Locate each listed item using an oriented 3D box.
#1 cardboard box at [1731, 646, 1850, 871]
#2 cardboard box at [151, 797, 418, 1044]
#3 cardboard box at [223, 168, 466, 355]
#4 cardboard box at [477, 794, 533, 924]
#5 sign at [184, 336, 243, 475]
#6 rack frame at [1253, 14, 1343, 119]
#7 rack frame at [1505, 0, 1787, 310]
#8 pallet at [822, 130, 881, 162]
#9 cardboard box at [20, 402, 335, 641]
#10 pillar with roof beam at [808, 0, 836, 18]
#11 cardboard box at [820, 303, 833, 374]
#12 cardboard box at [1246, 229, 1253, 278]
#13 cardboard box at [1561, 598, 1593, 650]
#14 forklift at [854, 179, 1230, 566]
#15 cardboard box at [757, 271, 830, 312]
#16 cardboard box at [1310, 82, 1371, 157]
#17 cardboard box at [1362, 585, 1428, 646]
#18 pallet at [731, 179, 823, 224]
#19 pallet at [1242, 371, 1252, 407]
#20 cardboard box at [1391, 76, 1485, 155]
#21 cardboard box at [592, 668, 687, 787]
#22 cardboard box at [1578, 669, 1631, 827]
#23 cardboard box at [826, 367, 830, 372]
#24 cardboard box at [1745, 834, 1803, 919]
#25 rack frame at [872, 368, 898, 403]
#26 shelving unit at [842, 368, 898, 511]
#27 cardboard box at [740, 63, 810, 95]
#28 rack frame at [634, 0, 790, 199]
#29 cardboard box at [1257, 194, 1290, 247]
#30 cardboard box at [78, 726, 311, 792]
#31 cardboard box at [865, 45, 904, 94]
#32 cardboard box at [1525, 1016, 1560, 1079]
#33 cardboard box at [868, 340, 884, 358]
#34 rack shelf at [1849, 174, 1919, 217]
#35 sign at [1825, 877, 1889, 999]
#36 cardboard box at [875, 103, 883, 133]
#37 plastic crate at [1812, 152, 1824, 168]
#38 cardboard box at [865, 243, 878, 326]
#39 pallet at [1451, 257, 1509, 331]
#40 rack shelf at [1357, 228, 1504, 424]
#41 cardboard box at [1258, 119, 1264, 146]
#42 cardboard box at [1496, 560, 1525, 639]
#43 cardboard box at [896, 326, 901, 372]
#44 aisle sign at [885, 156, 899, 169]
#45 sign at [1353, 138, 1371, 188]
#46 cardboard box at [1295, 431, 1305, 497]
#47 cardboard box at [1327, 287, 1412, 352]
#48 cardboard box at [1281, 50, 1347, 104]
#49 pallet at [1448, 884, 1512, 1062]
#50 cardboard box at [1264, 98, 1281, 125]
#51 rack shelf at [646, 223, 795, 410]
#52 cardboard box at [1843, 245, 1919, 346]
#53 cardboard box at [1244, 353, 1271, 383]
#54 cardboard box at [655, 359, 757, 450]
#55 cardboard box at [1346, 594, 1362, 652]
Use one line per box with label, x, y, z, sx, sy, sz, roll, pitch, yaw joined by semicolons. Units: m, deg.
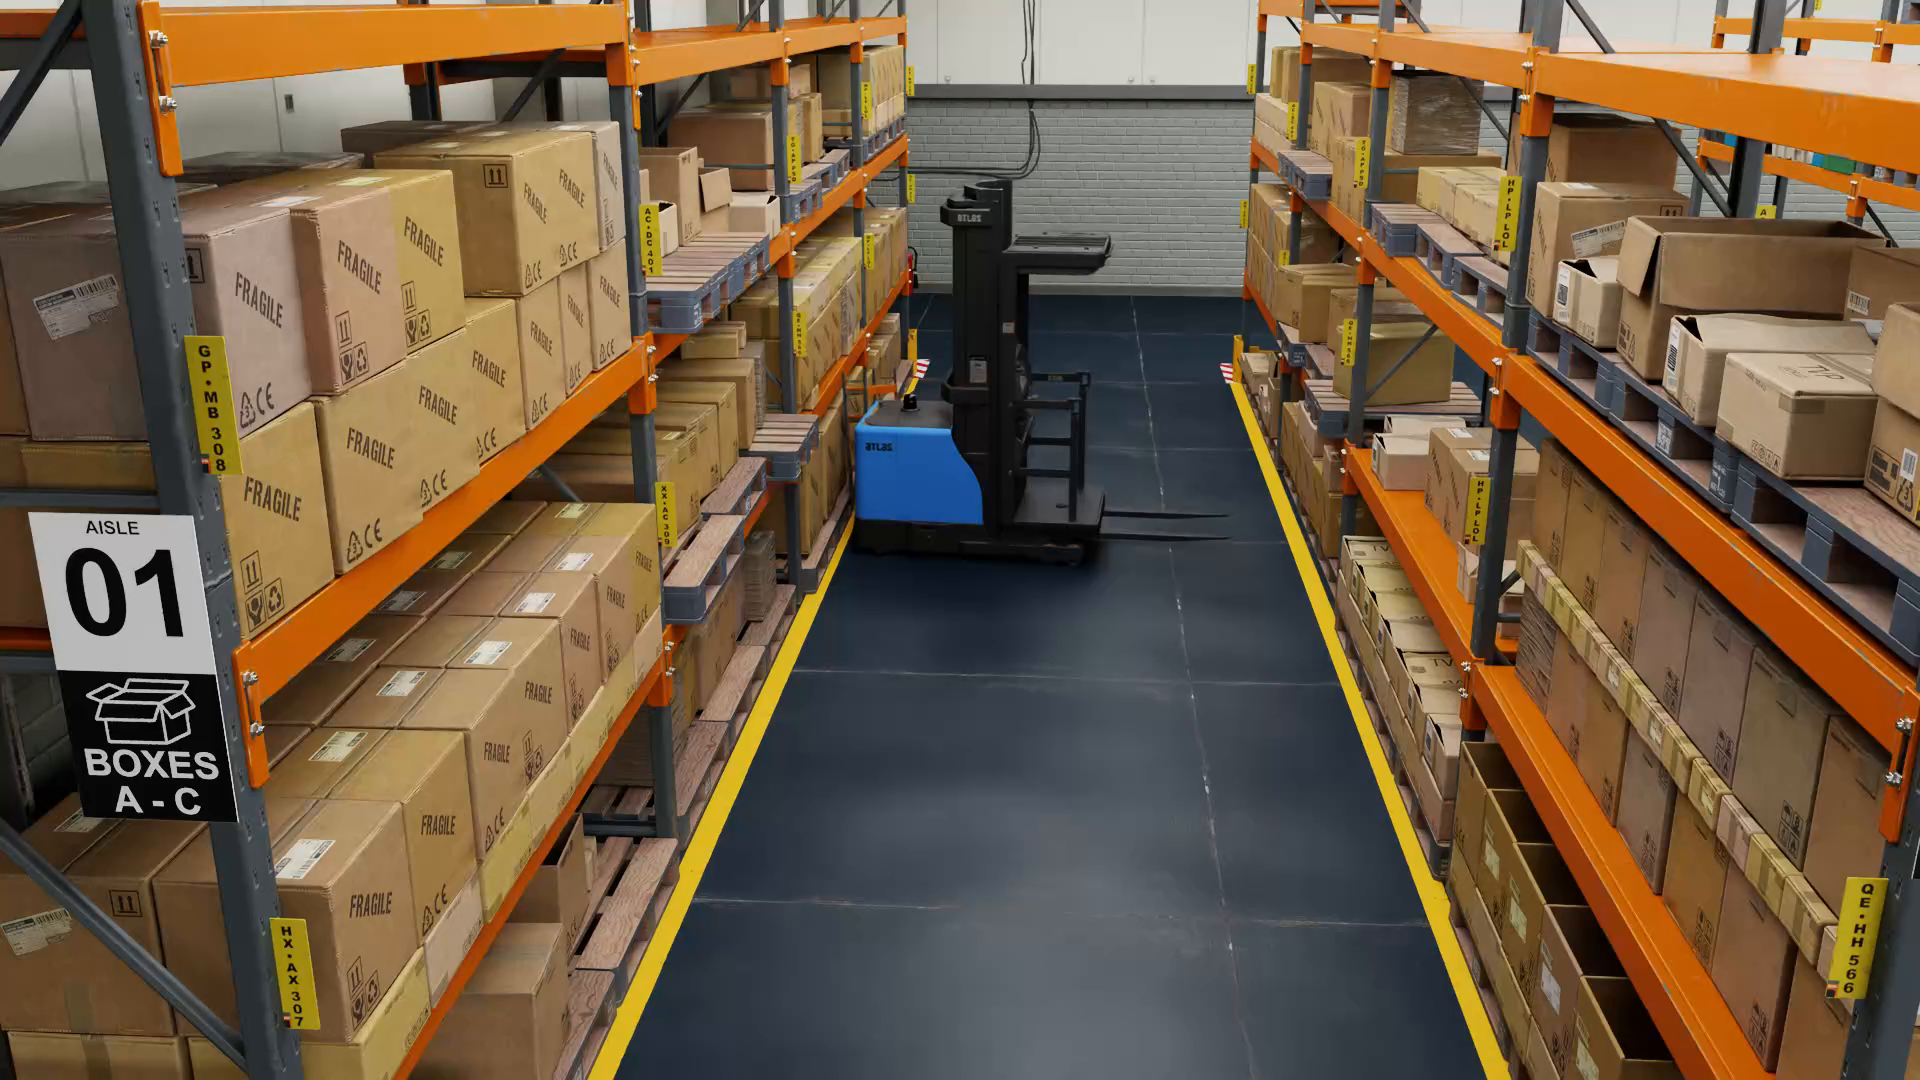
cardboard box;2.763;0.642;4.904;0.700;0.500;0.500;1;18;2
cardboard box;-1.927;1.085;4.800;0.500;0.500;0.500;1;18;4
cardboard box;-1.879;-0.865;5.130;0.500;0.500;0.500;2;18;5
cardboard box;-1.844;1.118;5.901;0.500;0.250;0.500;1;18;3
sign;-1.720;-0.308;3.825;0.100;0.325;0.005;1;18;4
rack frame;3.827;-6.190;18.362;1.000;3.000;0.127;1;18;4
rack frame;2.967;-2.463;6.988;1.000;3.000;0.127;1;18;4
pallet;-1.332;-3.843;16.160;1.003;0.211;1.213;1;18;4
cardboard box;-1.988;-0.060;4.279;0.500;0.500;0.500;2;18;5
pillar with roof beam;2.511;-7.061;21.021;9.100;9.000;0.400;1;18;4
cardboard box;-1.314;-1.624;13.391;0.500;0.500;0.500;1;18;4
cardboard box;3.532;-3.255;18.878;0.500;0.500;0.500;2;18;5
cardboard box;2.703;0.351;6.833;0.380;0.149;0.250;1;18;3
forklift;0.697;-1.364;13.377;3.031;2.935;1.130;2;18;7
cardboard box;-1.328;-1.976;13.262;0.500;0.250;0.500;1;18;4
cardboard box;3.431;-3.662;14.469;0.600;0.600;0.600;0;18;-1
cardboard box;2.855;0.464;10.531;0.500;0.311;0.500;1;18;2
pallet;-1.694;-2.501;12.223;1.213;0.211;1.003;2;18;6
pallet;3.766;-1.743;18.903;1.003;0.211;1.213;1;18;4
cardboard box;3.291;-2.938;11.488;0.500;0.500;0.500;1;18;4
cardboard box;-1.938;1.028;9.275;0.700;0.500;0.500;2;18;6
cardboard box;2.870;0.798;6.510;0.700;0.500;0.500;2;18;5
cardboard box;-1.308;-1.509;14.083;0.380;0.149;0.250;2;18;6
cardboard box;2.553;0.991;4.880;0.380;0.149;0.250;1;18;3
rack frame;-0.635;-0.915;14.736;0.240;1.200;0.015;1;8;30
shelving unit;-0.755;-0.882;14.526;0.258;1.200;0.503;1;8;30
cardboard box;-1.595;-3.974;14.346;0.500;0.250;0.500;3;18;8
rack frame;-1.687;-3.815;11.113;1.000;3.000;0.127;1;18;4
cardboard box;3.462;-3.412;17.752;0.500;0.500;0.500;2;18;5
cardboard box;-2.393;0.919;5.306;0.500;0.500;0.500;2;18;5
cardboard box;-0.894;-5.173;18.276;0.500;0.500;0.500;1;18;4
cardboard box;2.520;2.098;6.444;0.500;0.250;0.500;1;18;4
cardboard box;-1.001;-2.020;17.570;0.380;0.149;0.250;1;18;2
rack shelf;8.338;-2.447;12.913;1.077;0.370;4.000;1;18;4
sign;2.140;0.951;3.964;0.100;0.325;0.005;1;18;4
cardboard box;-1.037;-4.174;16.433;0.500;0.250;0.500;1;18;3
plastic crate;8.228;-3.621;15.607;0.416;0.233;0.300;1;18;4
cardboard box;-1.345;-2.517;16.305;0.980;0.700;0.700;2;18;5
pallet;3.017;-1.221;8.322;0.805;0.209;1.217;1;18;2
rack shelf;3.110;-1.317;9.463;1.077;0.370;4.000;1;18;4
cardboard box;3.488;-4.384;17.910;0.500;0.250;0.500;1;18;4
cardboard box;2.959;0.305;8.415;0.500;0.250;0.500;2;18;7
cardboard box;-1.064;-2.241;19.284;0.700;0.500;0.500;1;18;4
aisle sign;-0.810;-4.700;19.273;0.394;0.787;0.004;1;18;4
sign;2.713;-2.538;11.205;0.100;0.325;0.005;1;18;4
cardboard box;3.192;-0.652;14.404;0.500;0.500;0.500;2;18;5
cardboard box;3.475;-1.794;13.745;0.700;0.500;0.500;-3;18;-10
cardboard box;3.628;-4.663;16.753;0.700;0.500;0.500;1;18;4
pallet;2.868;1.959;7.605;1.003;0.211;1.213;1;18;4
cardboard box;3.459;-4.466;17.357;0.500;0.250;0.500;1;18;4
rack shelf;-1.831;-1.426;9.797;1.077;0.370;4.000;1;18;4
cardboard box;3.072;-0.618;5.116;0.500;0.500;0.500;1;18;4
cardboard box;3.470;-1.924;18.686;0.500;0.250;0.500;1;18;4
cardboard box;-1.724;-0.900;10.985;0.700;0.500;0.500;0;18;-1
cardboard box;2.888;0.565;11.123;0.500;0.250;0.500;1;18;2
